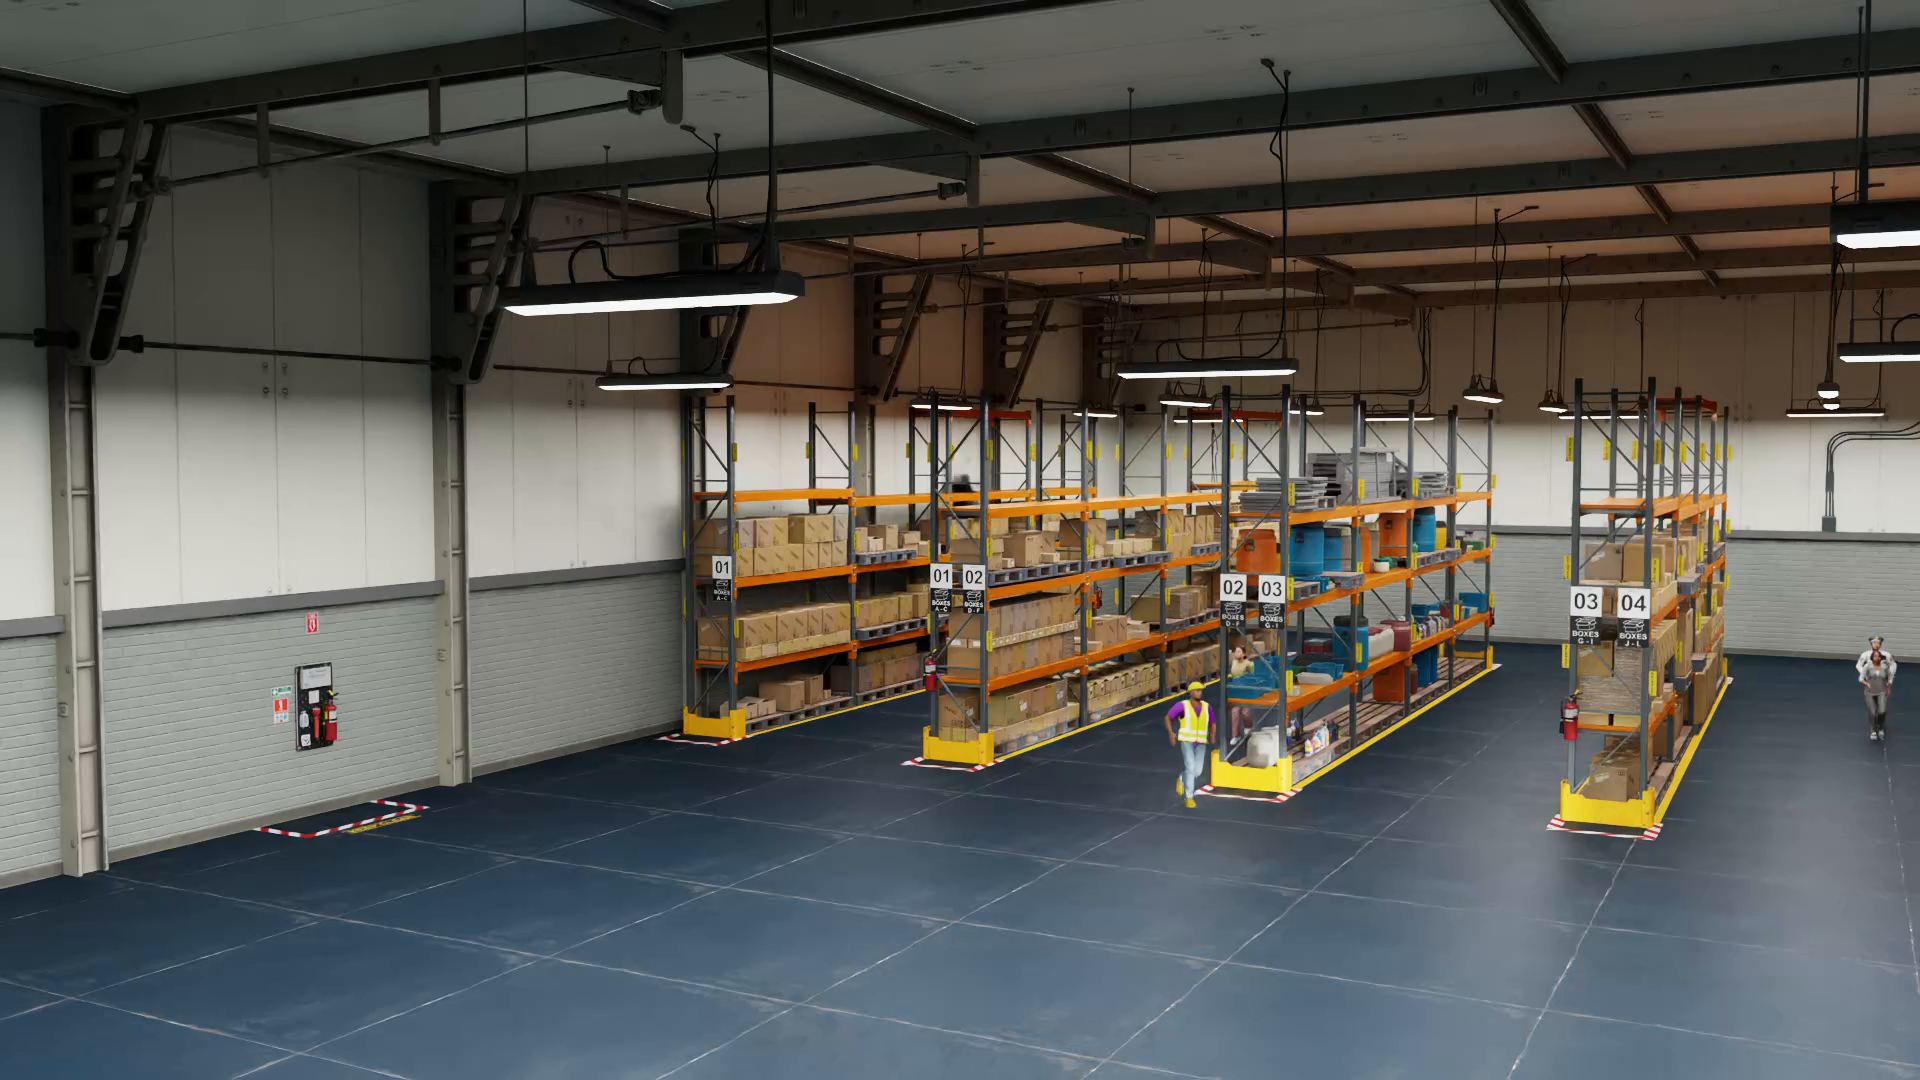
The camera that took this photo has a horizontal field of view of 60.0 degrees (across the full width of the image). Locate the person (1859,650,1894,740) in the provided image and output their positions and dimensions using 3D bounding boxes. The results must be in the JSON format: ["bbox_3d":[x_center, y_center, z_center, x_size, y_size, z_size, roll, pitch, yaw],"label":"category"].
[{"bbox_3d":[15.867,2.690,28.824,0.525,1.568,0.603,1,3,26],"label":"person"}]

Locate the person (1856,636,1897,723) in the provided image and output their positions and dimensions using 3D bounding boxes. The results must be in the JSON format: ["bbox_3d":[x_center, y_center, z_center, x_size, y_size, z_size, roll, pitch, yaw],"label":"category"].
[{"bbox_3d":[16.755,2.578,30.403,0.671,1.664,0.518,1,3,23],"label":"person"}]

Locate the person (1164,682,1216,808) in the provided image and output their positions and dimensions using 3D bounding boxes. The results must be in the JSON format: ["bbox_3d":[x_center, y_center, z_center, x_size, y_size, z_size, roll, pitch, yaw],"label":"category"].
[{"bbox_3d":[3.325,2.896,23.732,0.745,1.739,0.723,-1,3,-14],"label":"person"}]

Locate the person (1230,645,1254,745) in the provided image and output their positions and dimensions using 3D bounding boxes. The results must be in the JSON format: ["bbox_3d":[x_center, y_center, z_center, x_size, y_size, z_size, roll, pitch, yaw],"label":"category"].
[{"bbox_3d":[4.887,2.656,28.730,0.564,1.680,0.891,2,4,31],"label":"person"}]
